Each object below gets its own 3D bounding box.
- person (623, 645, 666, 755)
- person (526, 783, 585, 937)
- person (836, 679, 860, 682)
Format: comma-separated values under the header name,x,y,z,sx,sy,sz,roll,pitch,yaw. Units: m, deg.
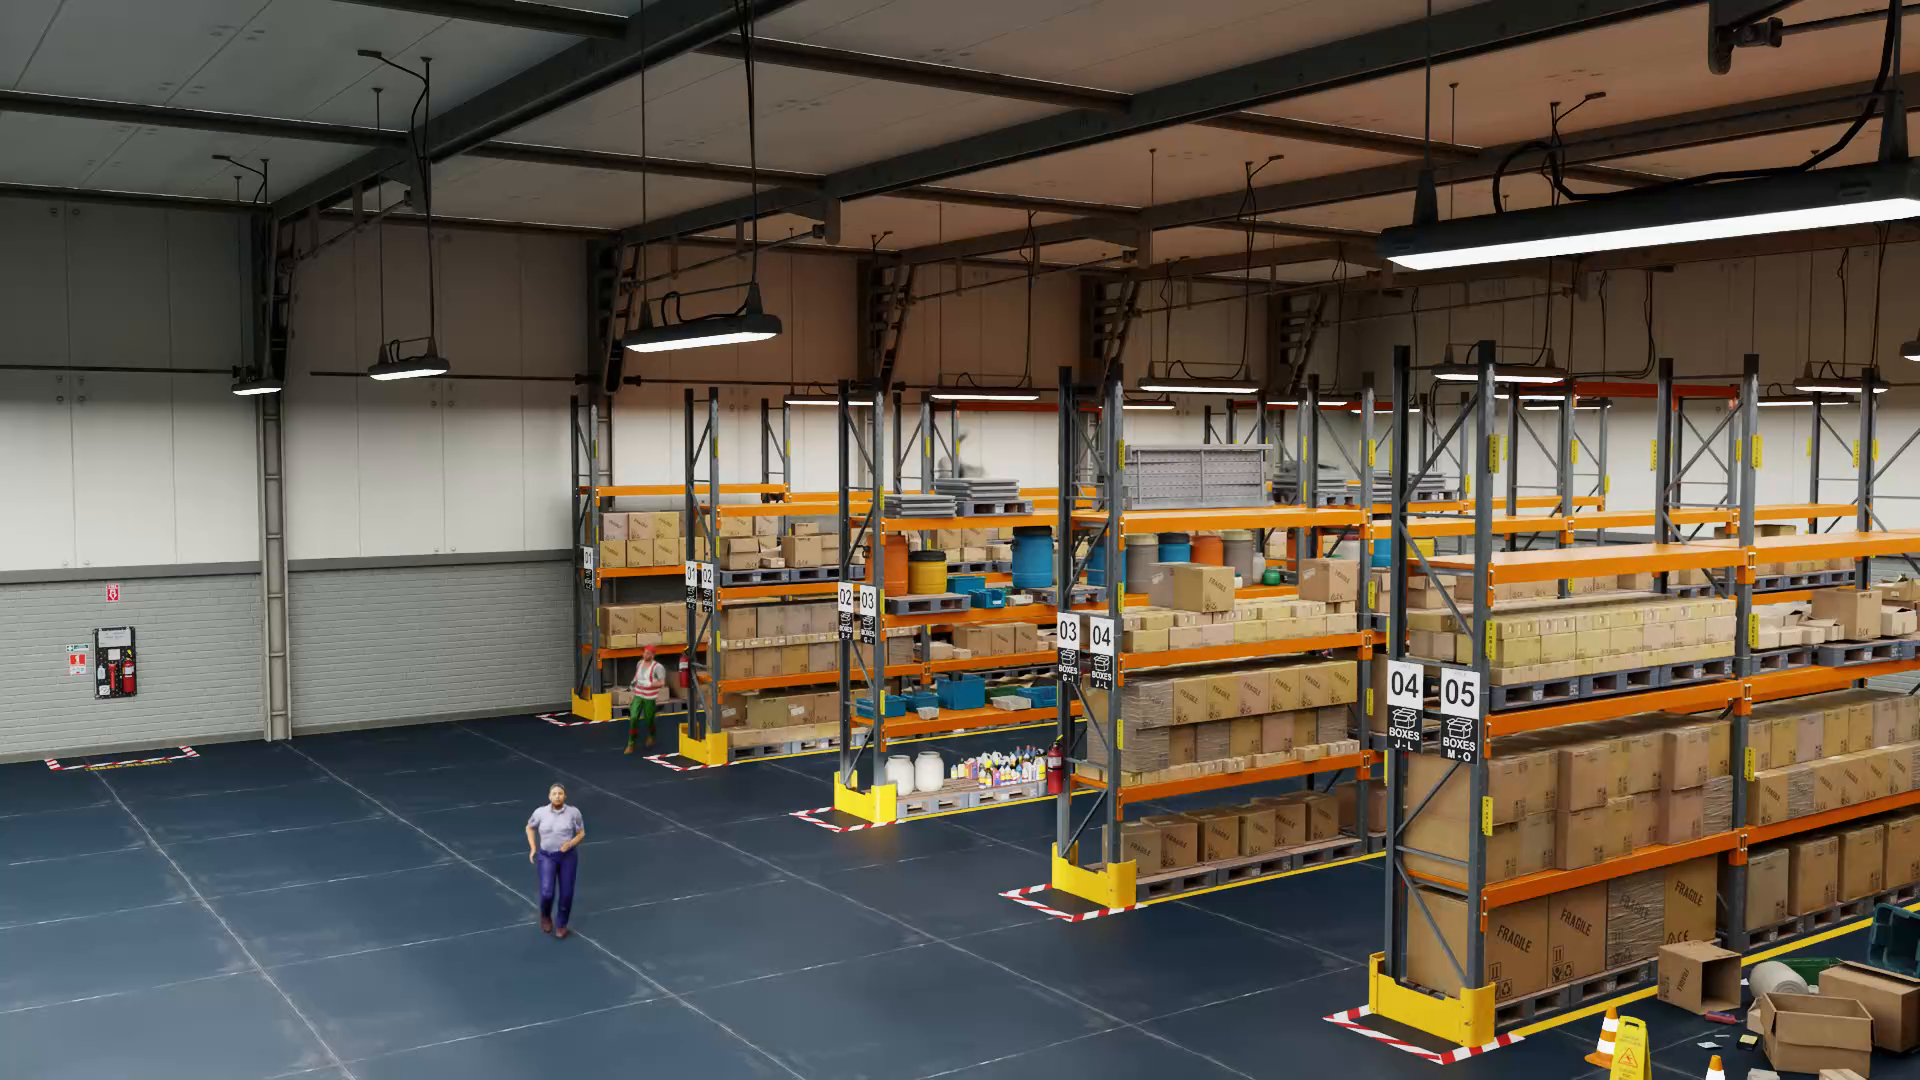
name,x,y,z,sx,sy,sz,roll,pitch,yaw
person,-5.147,2.623,27.601,0.673,1.804,0.891,1,4,19
person,-4.165,3.327,17.172,0.592,1.597,0.583,-1,4,-16
person,-2.017,2.467,30.219,0.752,1.831,0.624,-3,5,-44
